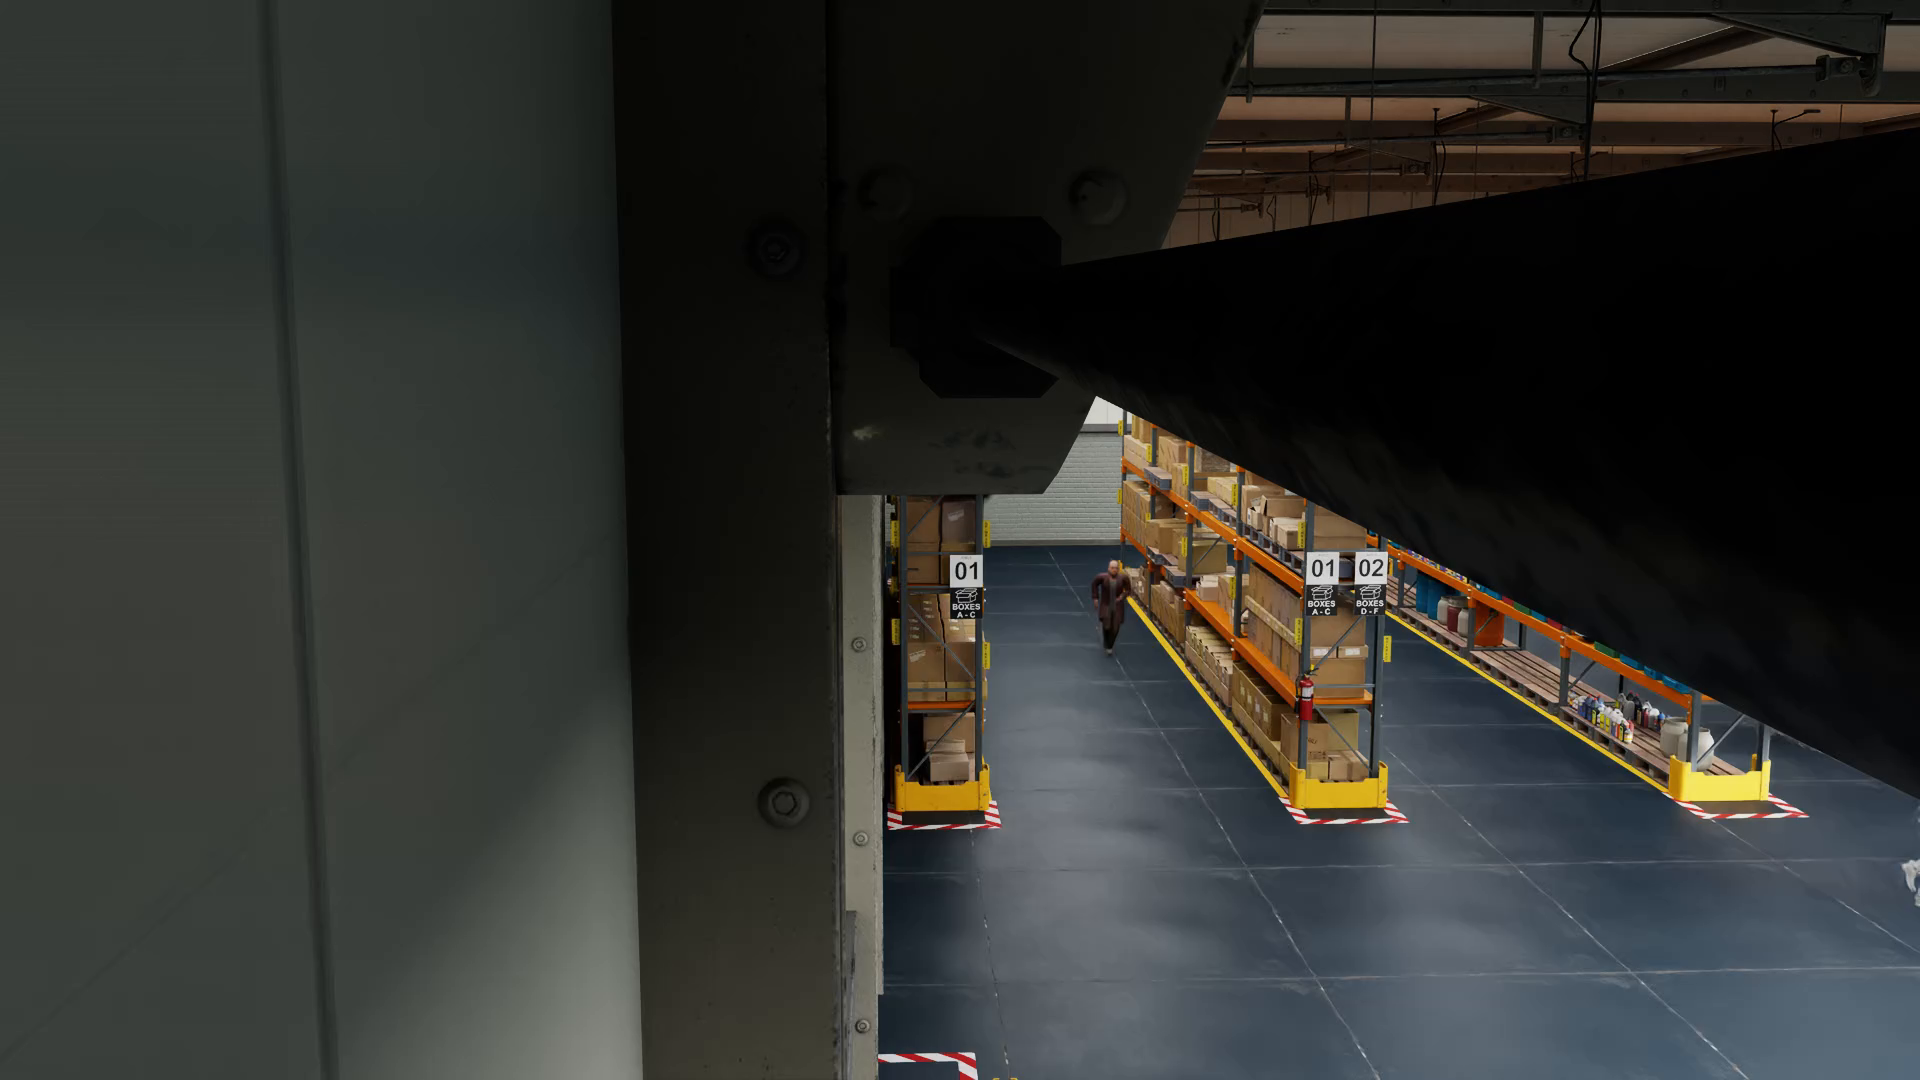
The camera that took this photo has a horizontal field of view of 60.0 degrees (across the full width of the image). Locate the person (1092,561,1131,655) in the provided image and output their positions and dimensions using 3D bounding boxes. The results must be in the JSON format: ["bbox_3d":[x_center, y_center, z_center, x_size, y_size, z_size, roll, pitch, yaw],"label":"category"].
[{"bbox_3d":[2.651,1.198,29.023,0.665,1.701,0.780,-1,8,-4],"label":"person"}]

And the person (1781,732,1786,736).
[{"bbox_3d":[11.905,2.110,23.339,0.607,1.667,1.034,-5,10,-28],"label":"person"}]

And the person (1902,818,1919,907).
[{"bbox_3d":[10.156,3.000,17.151,0.737,1.686,0.689,3,9,17],"label":"person"}]
